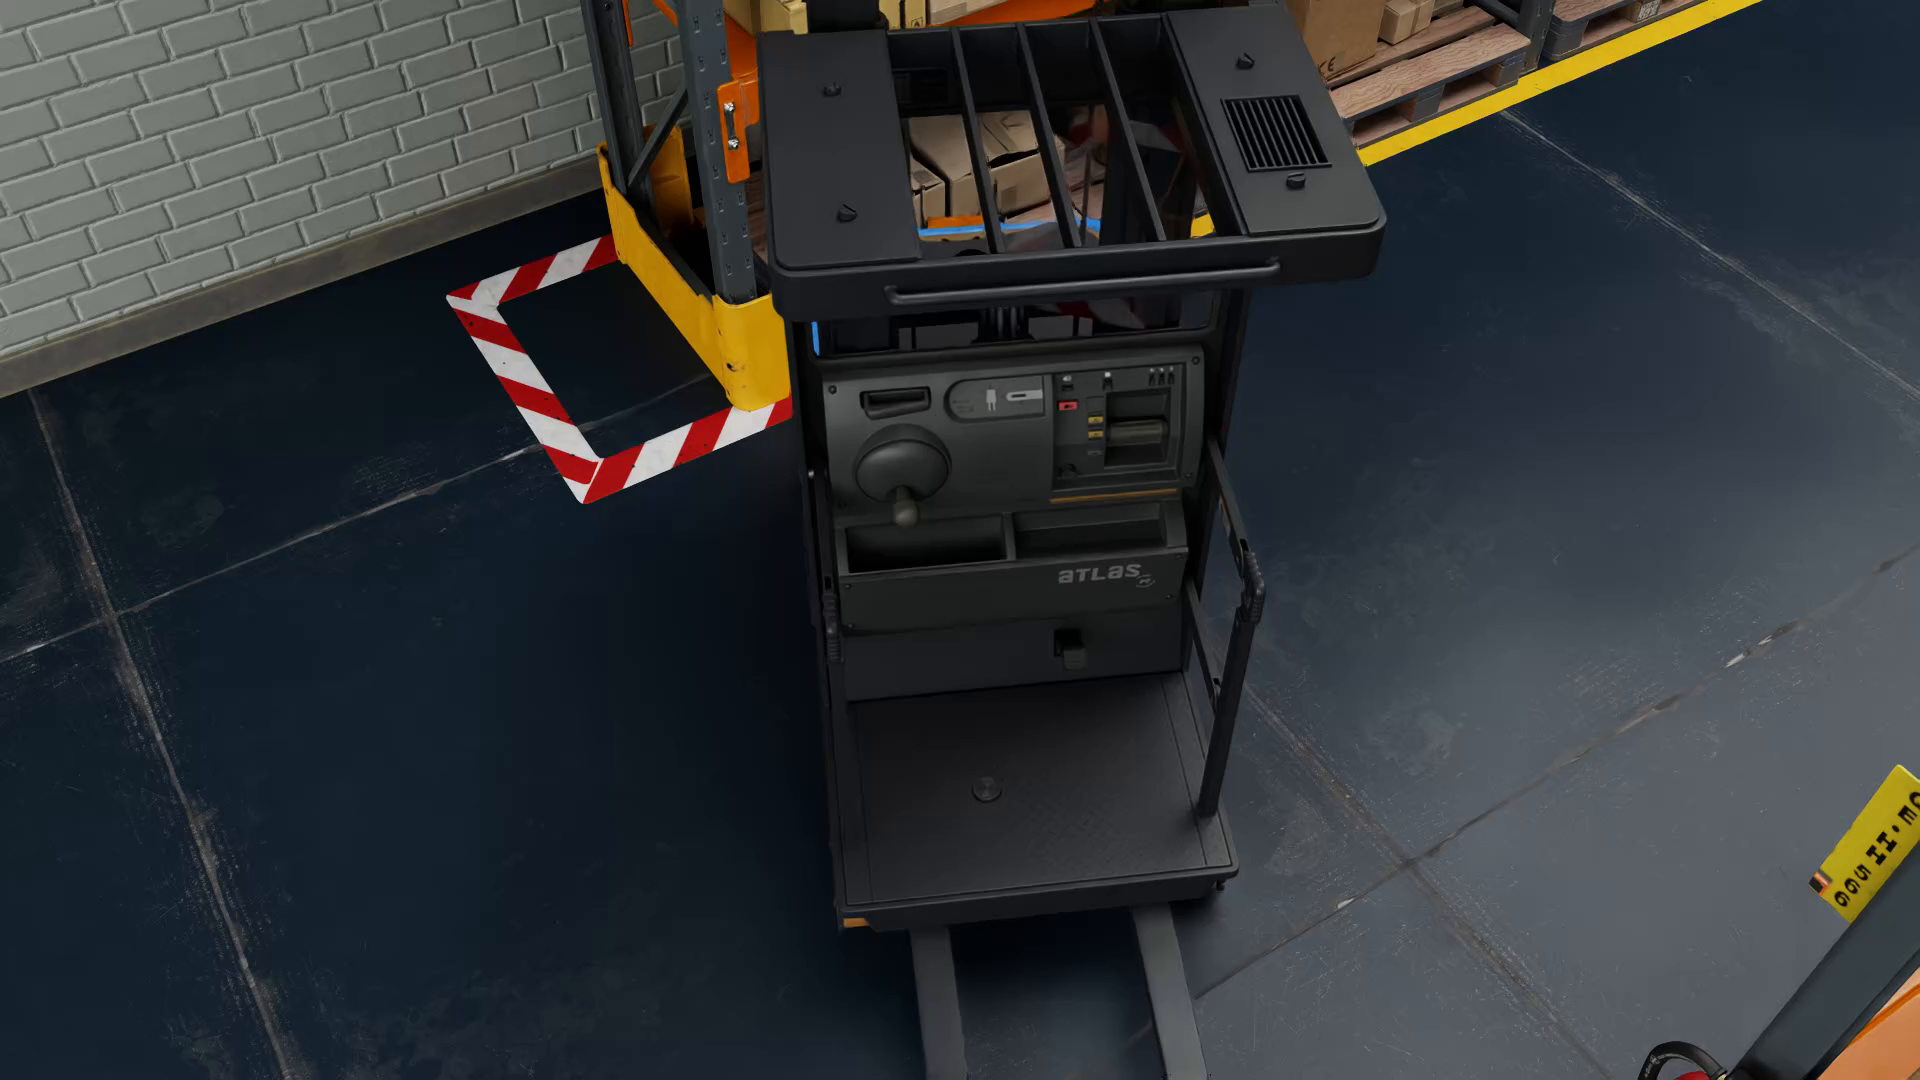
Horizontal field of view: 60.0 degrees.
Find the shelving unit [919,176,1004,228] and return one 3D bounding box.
[{"bbox_3d":[0.005,-0.745,5.710,0.252,1.050,0.215,-5,48,-4],"label":"shelving unit"}]

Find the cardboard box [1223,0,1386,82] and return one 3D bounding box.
[{"bbox_3d":[1.488,-2.334,7.199,0.500,0.500,0.500,-29,54,-23],"label":"cardboard box"}]

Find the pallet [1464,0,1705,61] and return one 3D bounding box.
[{"bbox_3d":[3.003,-2.842,8.139,1.213,0.211,1.003,-25,53,-21],"label":"pallet"}]

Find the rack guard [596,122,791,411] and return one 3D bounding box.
[{"bbox_3d":[-0.974,-1.063,6.362,0.348,0.500,1.175,-25,53,-21],"label":"rack guard"}]

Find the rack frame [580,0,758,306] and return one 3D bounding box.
[{"bbox_3d":[-1.038,-1.864,5.401,0.127,3.000,1.000,-25,53,-21],"label":"rack frame"}]

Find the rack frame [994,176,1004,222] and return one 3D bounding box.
[{"bbox_3d":[0.126,-0.756,5.720,0.008,1.050,0.200,-5,48,-4],"label":"rack frame"}]

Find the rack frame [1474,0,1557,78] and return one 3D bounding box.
[{"bbox_3d":[2.345,-3.458,6.821,0.127,3.000,1.000,-25,53,-21],"label":"rack frame"}]

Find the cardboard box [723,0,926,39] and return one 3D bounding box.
[{"bbox_3d":[-0.456,-1.815,5.444,0.500,0.250,0.500,-27,54,-22],"label":"cardboard box"}]

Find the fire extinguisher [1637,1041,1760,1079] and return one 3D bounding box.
[{"bbox_3d":[1.260,1.043,2.865,0.183,0.674,0.296,-25,53,-21],"label":"fire extinguisher"}]

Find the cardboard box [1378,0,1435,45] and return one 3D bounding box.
[{"bbox_3d":[1.908,-2.430,7.508,0.250,0.166,0.380,-32,56,-25],"label":"cardboard box"}]

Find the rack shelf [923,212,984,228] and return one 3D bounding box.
[{"bbox_3d":[0.005,-0.927,5.506,0.240,0.259,0.215,-5,48,-4],"label":"rack shelf"}]

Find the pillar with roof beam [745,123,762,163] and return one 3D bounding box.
[{"bbox_3d":[1.389,-1.965,1.474,0.400,9.000,9.100,-25,53,-21],"label":"pillar with roof beam"}]

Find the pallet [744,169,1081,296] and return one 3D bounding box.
[{"bbox_3d":[-0.268,-1.268,6.738,1.213,0.211,1.003,-25,53,-21],"label":"pallet"}]

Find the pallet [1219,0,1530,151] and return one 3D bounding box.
[{"bbox_3d":[1.796,-2.240,7.604,1.213,0.211,1.003,-25,53,-21],"label":"pallet"}]

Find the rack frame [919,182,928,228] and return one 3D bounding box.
[{"bbox_3d":[-0.117,-0.734,5.701,0.008,1.050,0.200,-5,48,-4],"label":"rack frame"}]

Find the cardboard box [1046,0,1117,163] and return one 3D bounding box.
[{"bbox_3d":[0.724,-1.886,6.800,0.500,0.500,0.700,-28,54,-23],"label":"cardboard box"}]

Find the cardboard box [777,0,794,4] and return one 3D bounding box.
[{"bbox_3d":[-0.474,-2.070,5.170,0.500,0.500,0.500,-25,53,-21],"label":"cardboard box"}]

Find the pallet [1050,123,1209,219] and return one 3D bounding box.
[{"bbox_3d":[0.763,-1.751,7.168,1.213,0.211,1.003,-25,53,-21],"label":"pallet"}]

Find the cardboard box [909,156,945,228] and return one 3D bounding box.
[{"bbox_3d":[-0.405,-1.335,6.436,0.500,0.311,0.500,-31,55,-25],"label":"cardboard box"}]

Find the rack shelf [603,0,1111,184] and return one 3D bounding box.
[{"bbox_3d":[0.653,-2.422,6.380,4.000,0.370,1.077,-25,53,-21],"label":"rack shelf"}]

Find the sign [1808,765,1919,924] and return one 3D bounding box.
[{"bbox_3d":[1.330,0.451,2.406,0.005,0.325,0.100,-25,53,-21],"label":"sign"}]

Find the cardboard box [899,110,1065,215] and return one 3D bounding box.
[{"bbox_3d":[0.077,-1.562,6.638,0.500,0.311,0.500,-21,52,-18],"label":"cardboard box"}]

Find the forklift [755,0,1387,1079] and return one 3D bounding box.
[{"bbox_3d":[0.164,-0.152,3.923,1.130,2.935,3.031,-5,49,-4],"label":"forklift"}]

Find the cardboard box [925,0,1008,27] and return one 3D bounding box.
[{"bbox_3d":[-0.024,-2.031,5.637,0.500,0.250,0.500,-27,54,-22],"label":"cardboard box"}]
